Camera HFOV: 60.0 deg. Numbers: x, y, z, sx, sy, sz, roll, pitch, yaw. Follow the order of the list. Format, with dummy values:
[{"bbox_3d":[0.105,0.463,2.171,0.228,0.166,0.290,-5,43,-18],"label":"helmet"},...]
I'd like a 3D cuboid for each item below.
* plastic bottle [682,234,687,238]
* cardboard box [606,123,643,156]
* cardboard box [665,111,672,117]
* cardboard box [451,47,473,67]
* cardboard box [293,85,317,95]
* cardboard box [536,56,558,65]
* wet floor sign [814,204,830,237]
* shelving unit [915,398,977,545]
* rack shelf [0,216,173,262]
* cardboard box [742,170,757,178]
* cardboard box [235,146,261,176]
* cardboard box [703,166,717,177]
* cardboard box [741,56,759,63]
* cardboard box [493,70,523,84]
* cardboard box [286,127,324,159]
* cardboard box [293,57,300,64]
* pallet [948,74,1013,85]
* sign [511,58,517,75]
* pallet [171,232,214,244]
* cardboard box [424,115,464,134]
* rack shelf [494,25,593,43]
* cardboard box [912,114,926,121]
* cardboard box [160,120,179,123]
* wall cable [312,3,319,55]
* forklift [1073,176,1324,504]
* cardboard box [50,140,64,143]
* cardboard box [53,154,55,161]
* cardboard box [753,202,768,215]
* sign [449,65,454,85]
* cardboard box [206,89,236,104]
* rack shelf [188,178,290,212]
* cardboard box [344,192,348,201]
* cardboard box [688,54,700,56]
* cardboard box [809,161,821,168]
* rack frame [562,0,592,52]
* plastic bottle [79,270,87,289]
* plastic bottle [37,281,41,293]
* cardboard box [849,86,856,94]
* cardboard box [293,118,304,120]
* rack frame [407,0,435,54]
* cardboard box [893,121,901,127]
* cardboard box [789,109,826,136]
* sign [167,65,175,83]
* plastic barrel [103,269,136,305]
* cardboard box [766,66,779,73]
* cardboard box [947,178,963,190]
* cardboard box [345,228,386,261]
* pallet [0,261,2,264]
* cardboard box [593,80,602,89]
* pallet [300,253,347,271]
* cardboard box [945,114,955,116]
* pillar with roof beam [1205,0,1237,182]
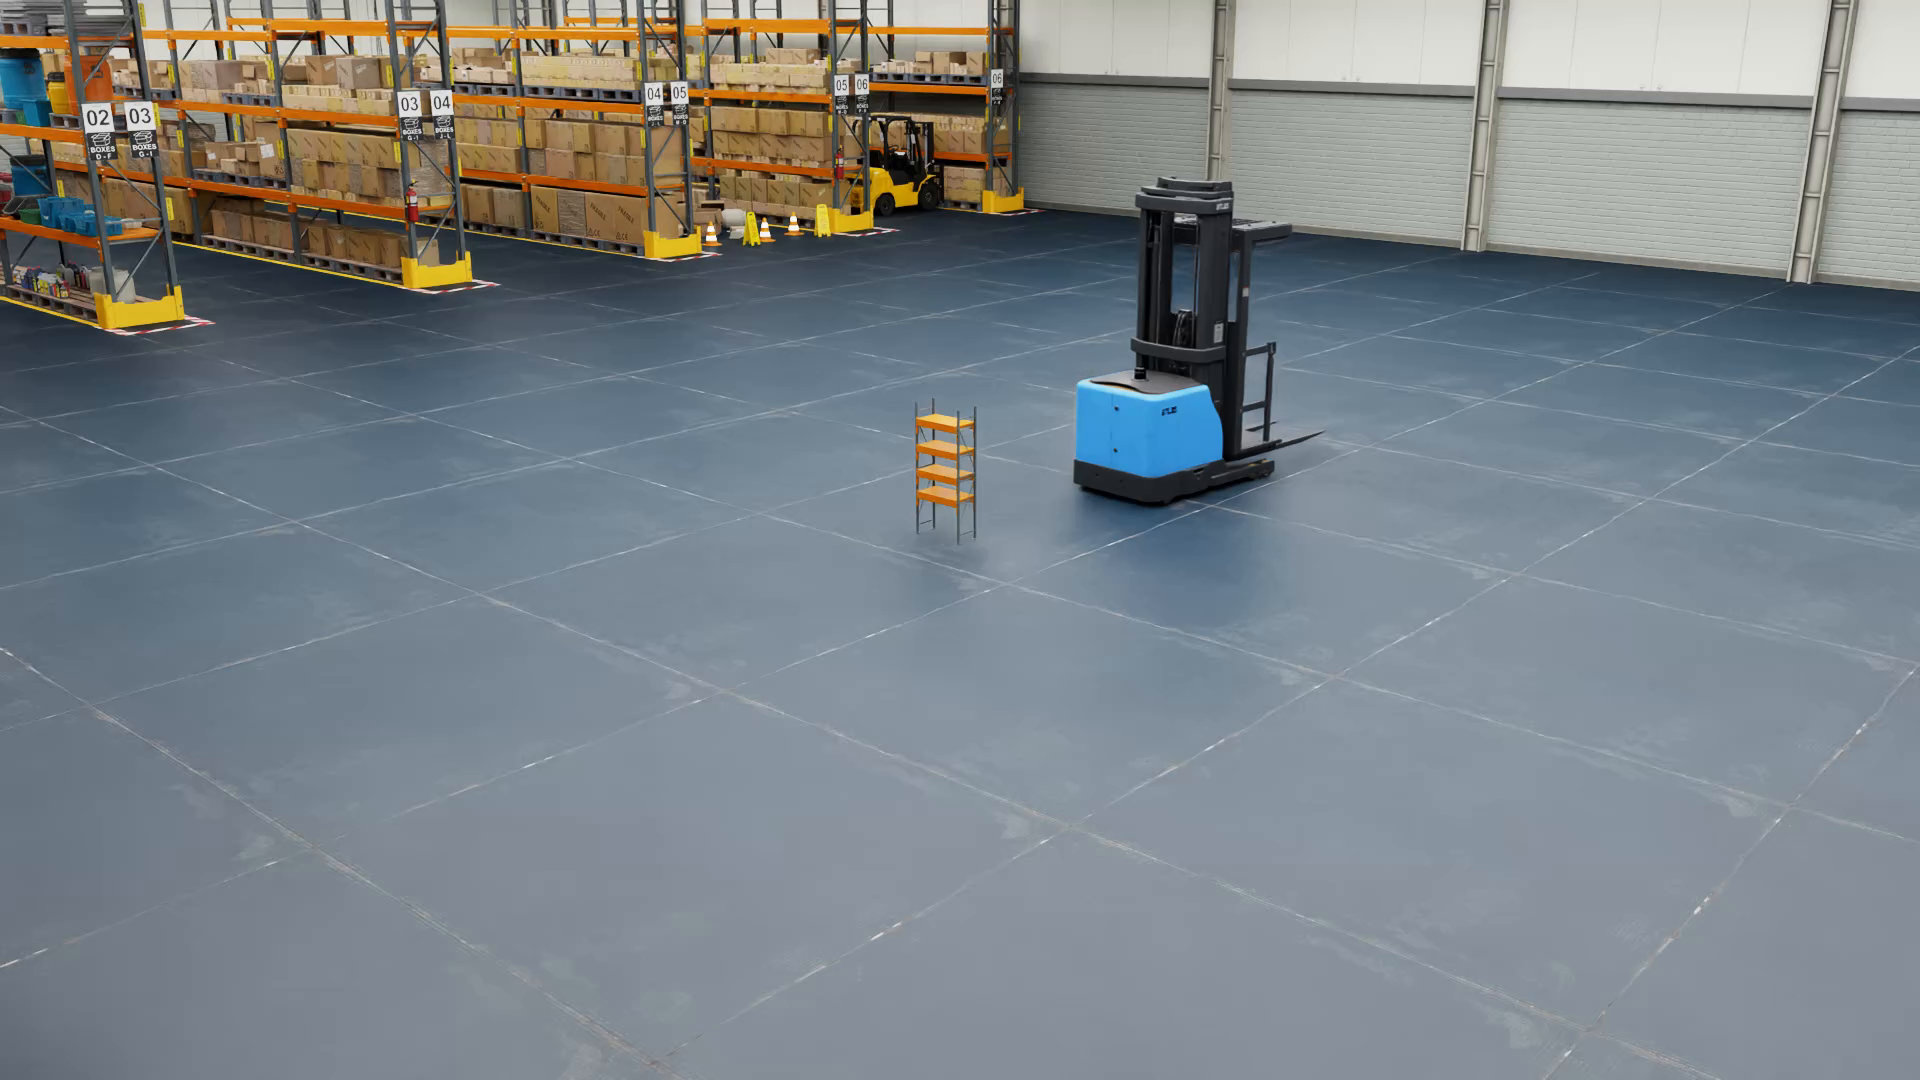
[{"bbox_3d":[-5.646,-6.293,34.389,0.283,0.061,0.133,7,19,21],"label":"plastic bottle"},{"bbox_3d":[-6.234,-7.663,31.816,0.550,0.550,0.875,15,23,39],"label":"cardboard box"},{"bbox_3d":[-6.531,-9.773,38.073,0.250,0.149,0.380,14,22,37],"label":"cardboard box"},{"bbox_3d":[-12.858,-12.544,43.243,0.500,0.500,0.500,16,23,40],"label":"cardboard box"},{"bbox_3d":[-11.586,-7.981,29.479,0.250,0.149,0.380,14,22,37],"label":"cardboard box"},{"bbox_3d":[-8.074,-9.394,32.579,0.250,0.149,0.380,15,23,39],"label":"cardboard box"},{"bbox_3d":[-2.867,-6.642,34.523,0.267,0.644,0.232,-9,20,-27],"label":"wet floor sign"},{"bbox_3d":[-0.124,-0.605,14.583,0.503,1.200,0.258,15,23,39],"label":"shelving unit"},{"bbox_3d":[-13.661,-4.741,25.828,4.000,0.370,1.077,15,23,39],"label":"rack shelf"},{"bbox_3d":[-4.590,-8.083,36.710,0.250,0.149,0.380,16,24,41],"label":"cardboard box"},{"bbox_3d":[-13.227,-7.182,31.467,0.797,0.503,0.637,-15,23,-40],"label":"cardboard box"},{"bbox_3d":[-6.611,-10.127,45.050,0.500,0.500,0.500,14,22,37],"label":"cardboard box"},{"bbox_3d":[-5.444,-12.467,43.122,0.250,0.149,0.380,16,24,41],"label":"cardboard box"},{"bbox_3d":[-9.136,-9.419,33.811,0.500,0.250,0.500,15,23,40],"label":"cardboard box"},{"bbox_3d":[-11.701,-7.124,29.838,0.500,0.500,0.500,15,23,39],"label":"cardboard box"},{"bbox_3d":[-15.315,-11.192,38.770,0.250,0.149,0.380,15,23,39],"label":"cardboard box"},{"bbox_3d":[0.481,-10.704,38.616,1.213,0.211,1.003,15,23,39],"label":"pallet"},{"bbox_3d":[-8.854,-9.409,33.015,0.005,0.325,0.100,15,23,39],"label":"sign"},{"bbox_3d":[-15.400,-6.255,34.021,1.213,0.211,1.003,15,23,39],"label":"pallet"},{"bbox_3d":[-11.164,-8.943,36.061,0.500,0.500,0.700,15,23,39],"label":"cardboard box"},{"bbox_3d":[-9.779,-12.378,40.638,4.000,0.370,1.077,15,23,39],"label":"rack shelf"},{"bbox_3d":[-0.941,-10.098,39.792,0.250,0.149,0.380,15,23,39],"label":"cardboard box"},{"bbox_3d":[-16.388,-8.350,34.187,0.637,0.503,0.797,16,24,41],"label":"cardboard box"},{"bbox_3d":[-18.708,-15.195,47.663,0.029,3.000,0.463,15,23,39],"label":"wall cable"},{"bbox_3d":[2.519,-2.094,16.413,3.031,2.935,1.130,-16,24,-41],"label":"forklift"},{"bbox_3d":[-19.899,-9.082,36.836,0.500,0.500,0.500,14,23,38],"label":"cardboard box"},{"bbox_3d":[-20.028,-8.544,37.037,0.250,0.149,0.380,14,23,38],"label":"cardboard box"},{"bbox_3d":[-4.224,-7.347,36.704,0.500,0.250,0.500,15,23,39],"label":"cardboard box"},{"bbox_3d":[-8.517,-7.772,27.786,0.005,0.325,0.100,15,23,39],"label":"sign"},{"bbox_3d":[-13.904,-8.411,31.493,0.500,0.250,0.500,16,23,40],"label":"cardboard box"},{"bbox_3d":[-13.365,-6.664,31.890,4.000,0.370,1.077,15,23,39],"label":"rack shelf"},{"bbox_3d":[-10.560,-6.037,29.138,0.250,0.149,0.380,15,23,39],"label":"cardboard box"},{"bbox_3d":[-7.041,-12.875,44.376,0.250,0.149,0.380,15,23,40],"label":"cardboard box"},{"bbox_3d":[-2.984,-7.977,35.253,0.250,0.149,0.380,15,23,39],"label":"cardboard box"},{"bbox_3d":[-10.974,-15.240,47.806,0.127,3.000,1.000,15,23,39],"label":"rack frame"},{"bbox_3d":[-14.050,-4.175,26.619,0.133,0.283,0.061,15,23,39],"label":"plastic bottle"},{"bbox_3d":[-14.491,-4.005,26.220,0.097,0.201,0.097,0,18,0],"label":"plastic bottle"},{"bbox_3d":[-2.332,-9.495,35.075,0.250,0.149,0.380,15,23,39],"label":"cardboard box"},{"bbox_3d":[-15.406,-10.116,39.266,0.500,0.500,0.500,14,22,38],"label":"cardboard box"},{"bbox_3d":[-14.266,-14.117,44.265,0.127,3.000,1.000,15,23,39],"label":"rack frame"},{"bbox_3d":[-1.392,-10.041,40.102,0.250,0.149,0.380,16,23,40],"label":"cardboard box"},{"bbox_3d":[-3.200,-8.867,35.332,0.500,0.500,0.700,15,23,40],"label":"cardboard box"},{"bbox_3d":[-15.235,-8.999,32.112,0.005,0.325,0.100,15,23,39],"label":"sign"},{"bbox_3d":[-12.708,-3.811,25.129,0.421,0.512,0.421,0,18,0],"label":"plastic barrel"},{"bbox_3d":[-3.917,-10.036,35.463,0.250,0.149,0.380,16,23,41],"label":"cardboard box"},{"bbox_3d":[0.053,-8.426,39.278,0.500,0.250,0.500,15,23,39],"label":"cardboard box"},{"bbox_3d":[-10.646,-5.305,29.855,0.500,0.500,0.500,13,22,34],"label":"cardboard box"},{"bbox_3d":[-17.595,-4.795,29.419,1.213,0.211,1.003,15,23,39],"label":"pallet"},{"bbox_3d":[-6.744,-8.657,31.576,0.250,0.149,0.380,15,23,38],"label":"cardboard box"},{"bbox_3d":[-11.343,-5.150,30.538,1.213,0.211,1.003,15,23,39],"label":"pallet"},{"bbox_3d":[-0.255,-10.100,39.796,0.250,0.149,0.380,15,23,40],"label":"cardboard box"},{"bbox_3d":[2.700,-10.193,31.901,0.400,9.000,9.100,15,23,39],"label":"pillar with roof beam"}]
